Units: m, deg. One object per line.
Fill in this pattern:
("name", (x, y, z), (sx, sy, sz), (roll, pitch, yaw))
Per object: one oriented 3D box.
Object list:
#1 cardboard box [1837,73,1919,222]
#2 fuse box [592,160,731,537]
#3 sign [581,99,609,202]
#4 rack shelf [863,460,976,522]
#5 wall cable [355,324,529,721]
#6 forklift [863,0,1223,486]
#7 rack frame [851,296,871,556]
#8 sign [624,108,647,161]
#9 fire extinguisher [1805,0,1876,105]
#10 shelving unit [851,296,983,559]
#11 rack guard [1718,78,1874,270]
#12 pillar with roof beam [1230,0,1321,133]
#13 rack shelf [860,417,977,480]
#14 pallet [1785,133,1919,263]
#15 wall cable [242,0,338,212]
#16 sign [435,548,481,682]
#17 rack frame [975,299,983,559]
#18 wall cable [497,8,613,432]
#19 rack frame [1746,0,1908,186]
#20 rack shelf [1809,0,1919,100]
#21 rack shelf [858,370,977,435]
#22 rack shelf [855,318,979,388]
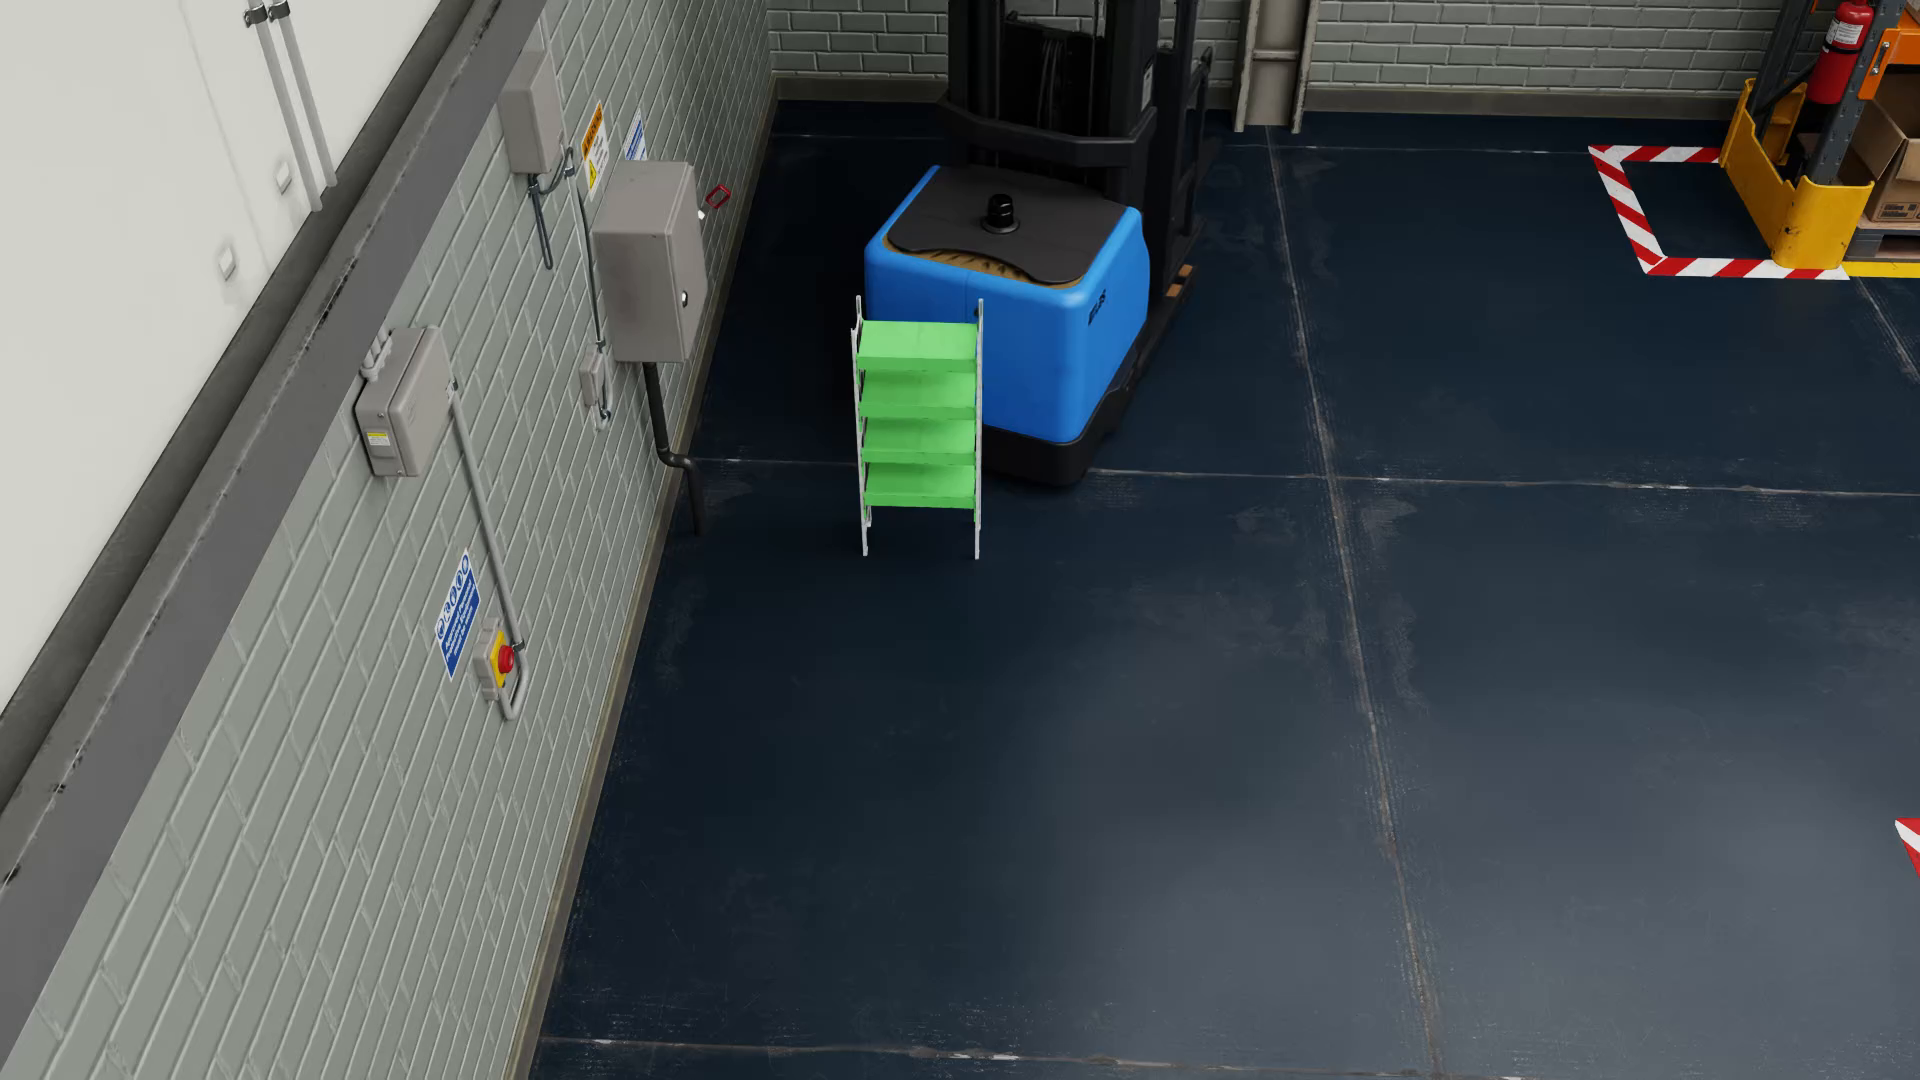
("cardboard box", (5.103, -2.102, 8.915), (0.637, 0.503, 0.797), (0, 43, 0))
("fuse box", (-1.117, -0.677, 6.807), (0.414, 1.711, 0.539), (2, 43, 2))
("sign", (-1.326, -1.419, 6.052), (0.001, 0.242, 0.339), (2, 43, 2))
("rack shelf", (-0.165, -0.222, 7.139), (0.480, 0.148, 0.258), (2, 43, 2))
("wall cable", (-1.357, -0.106, 4.480), (0.123, 1.953, 0.585), (2, 43, 2))
("forklift", (0.602, -2.330, 7.686), (1.130, 2.935, 3.031), (16, 45, 16))
("rack frame", (-0.409, -0.452, 6.940), (0.015, 1.200, 0.240), (2, 43, 2))
("sign", (-1.302, -1.456, 6.768), (0.001, 0.494, 0.329), (2, 43, 2))
("fire extinguisher", (4.329, -2.470, 8.117), (0.183, 0.674, 0.296), (2, 43, 2))
("shelving unit", (-0.165, -0.444, 6.932), (0.503, 1.200, 0.258), (2, 43, 2))
("rack guard", (4.572, -2.028, 9.146), (0.348, 0.500, 1.175), (2, 43, 2))
("pillar with roof beam", (1.650, -2.905, 3.852), (0.400, 9.000, 9.100), (2, 43, 2))
("rack shelf", (-0.165, -0.397, 6.975), (0.480, 0.148, 0.258), (2, 43, 2))
("pallet", (5.369, -1.899, 9.219), (1.213, 0.211, 1.003), (2, 43, 2))
("wall cable", (-1.418, -1.743, 2.605), (0.029, 3.000, 0.463), (2, 43, 2))
("sign", (-1.421, 0.210, 4.711), (0.001, 0.218, 0.327), (2, 43, 2))
("rack frame", (0.078, -0.437, 6.924), (0.015, 1.200, 0.240), (2, 43, 2))
("wall cable", (-1.305, -1.060, 5.528), (0.122, 1.984, 0.588), (2, 43, 2))
("rack frame", (4.497, -2.945, 8.296), (0.127, 3.000, 1.000), (2, 43, 2))
("rack shelf", (6.494, -2.621, 8.476), (4.000, 0.370, 1.077), (2, 43, 2))
("rack shelf", (-0.165, -0.573, 6.812), (0.480, 0.148, 0.258), (2, 43, 2))
("rack shelf", (-0.165, -0.749, 6.648), (0.480, 0.148, 0.258), (2, 43, 2))
